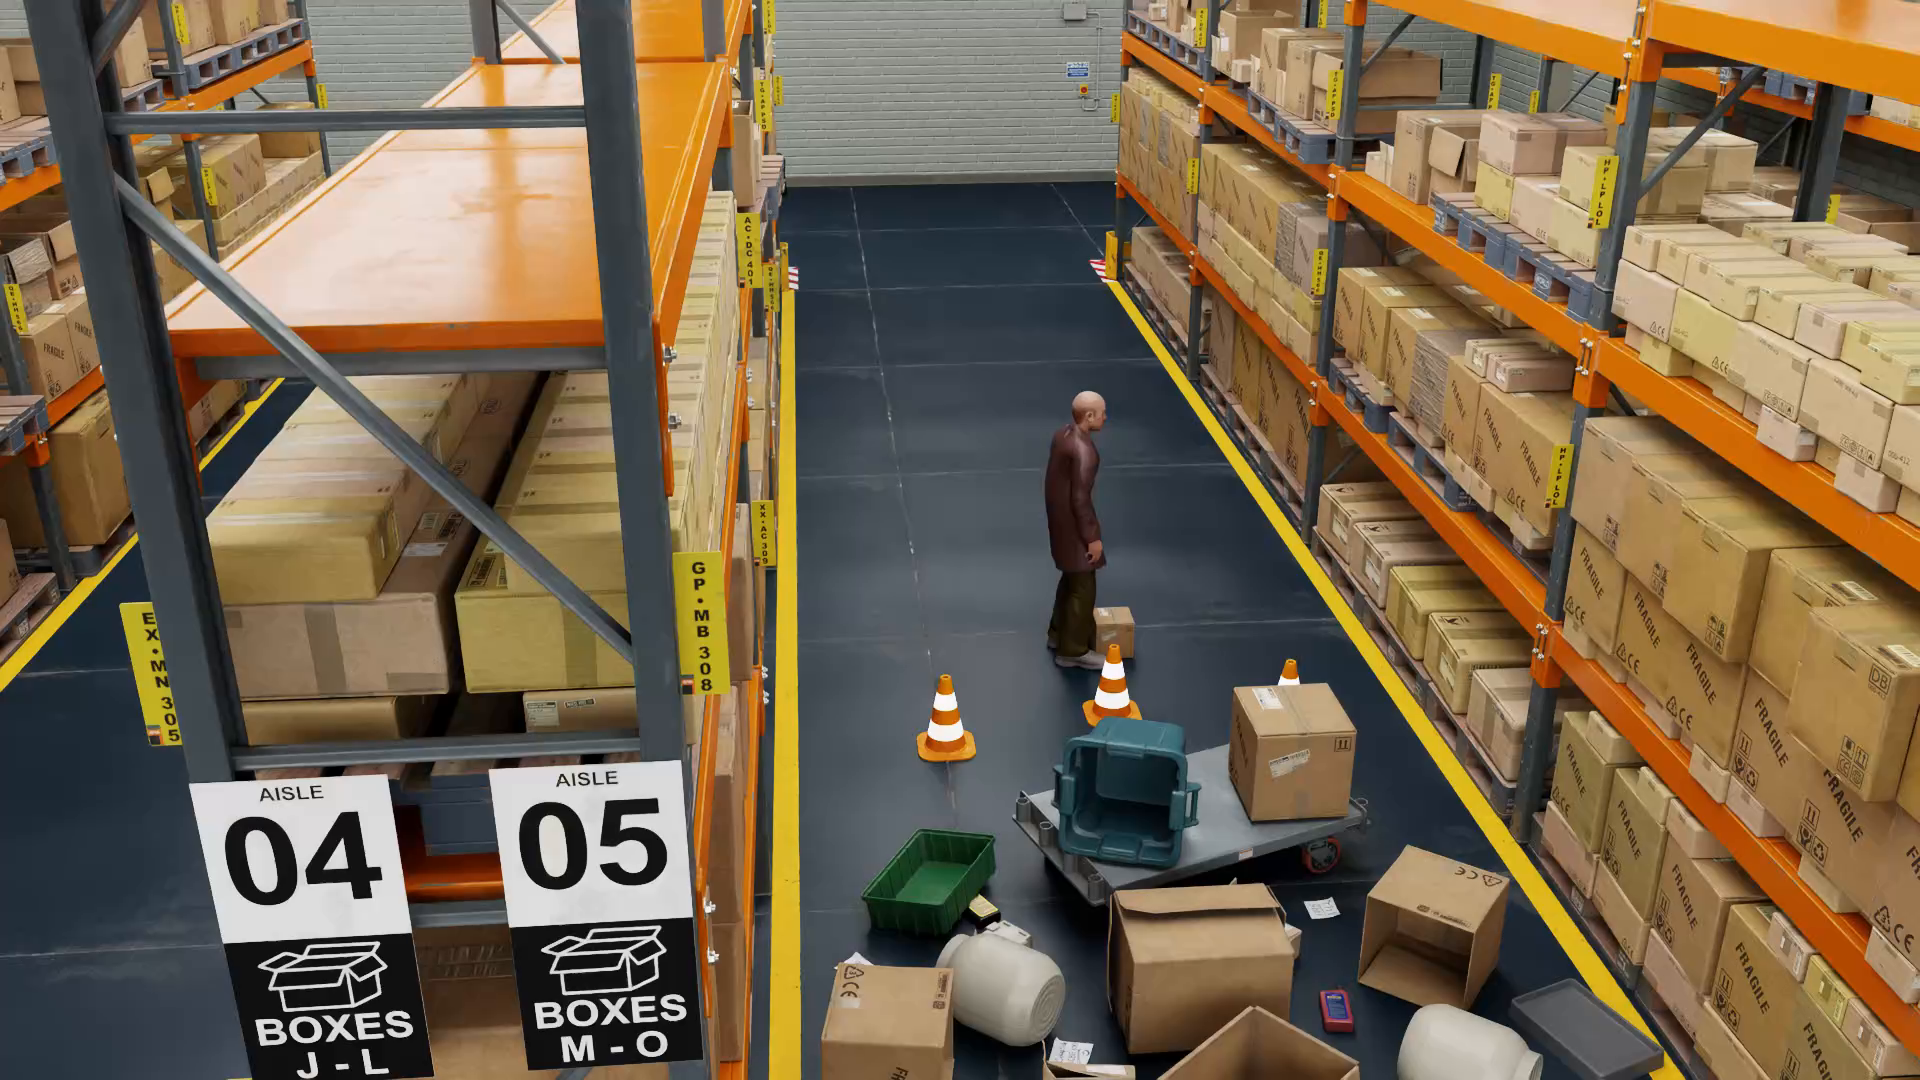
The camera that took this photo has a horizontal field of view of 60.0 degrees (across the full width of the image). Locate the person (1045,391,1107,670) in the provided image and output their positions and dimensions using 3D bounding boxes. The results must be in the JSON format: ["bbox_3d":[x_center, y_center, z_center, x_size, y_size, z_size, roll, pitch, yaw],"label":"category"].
[{"bbox_3d":[0.747,-0.086,10.555,0.417,1.774,0.656,-3,24,-7],"label":"person"}]
